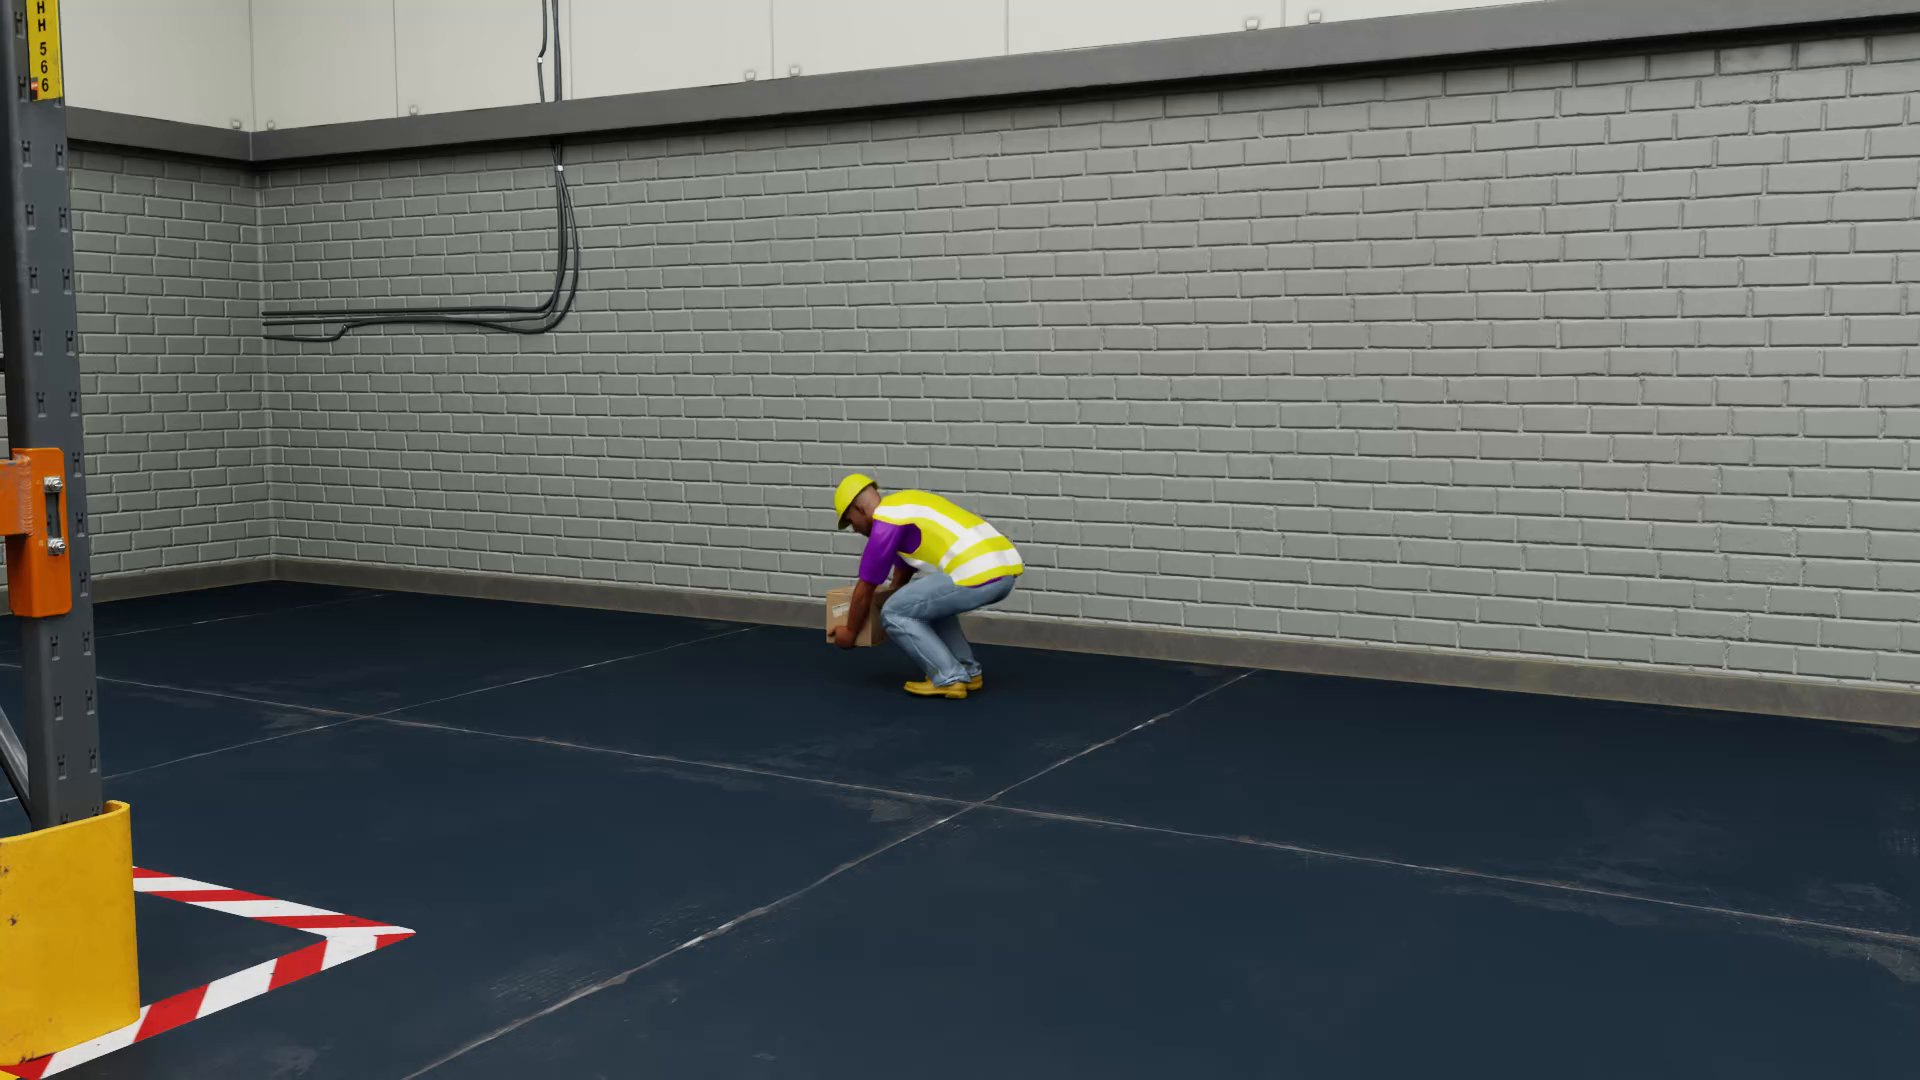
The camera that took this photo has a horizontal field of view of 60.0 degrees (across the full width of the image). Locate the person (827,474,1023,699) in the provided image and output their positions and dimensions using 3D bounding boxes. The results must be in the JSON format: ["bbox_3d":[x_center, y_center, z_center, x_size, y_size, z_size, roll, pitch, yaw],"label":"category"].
[{"bbox_3d":[-0.177,0.205,7.756,0.914,1.009,0.534,3,7,27],"label":"person"}]
